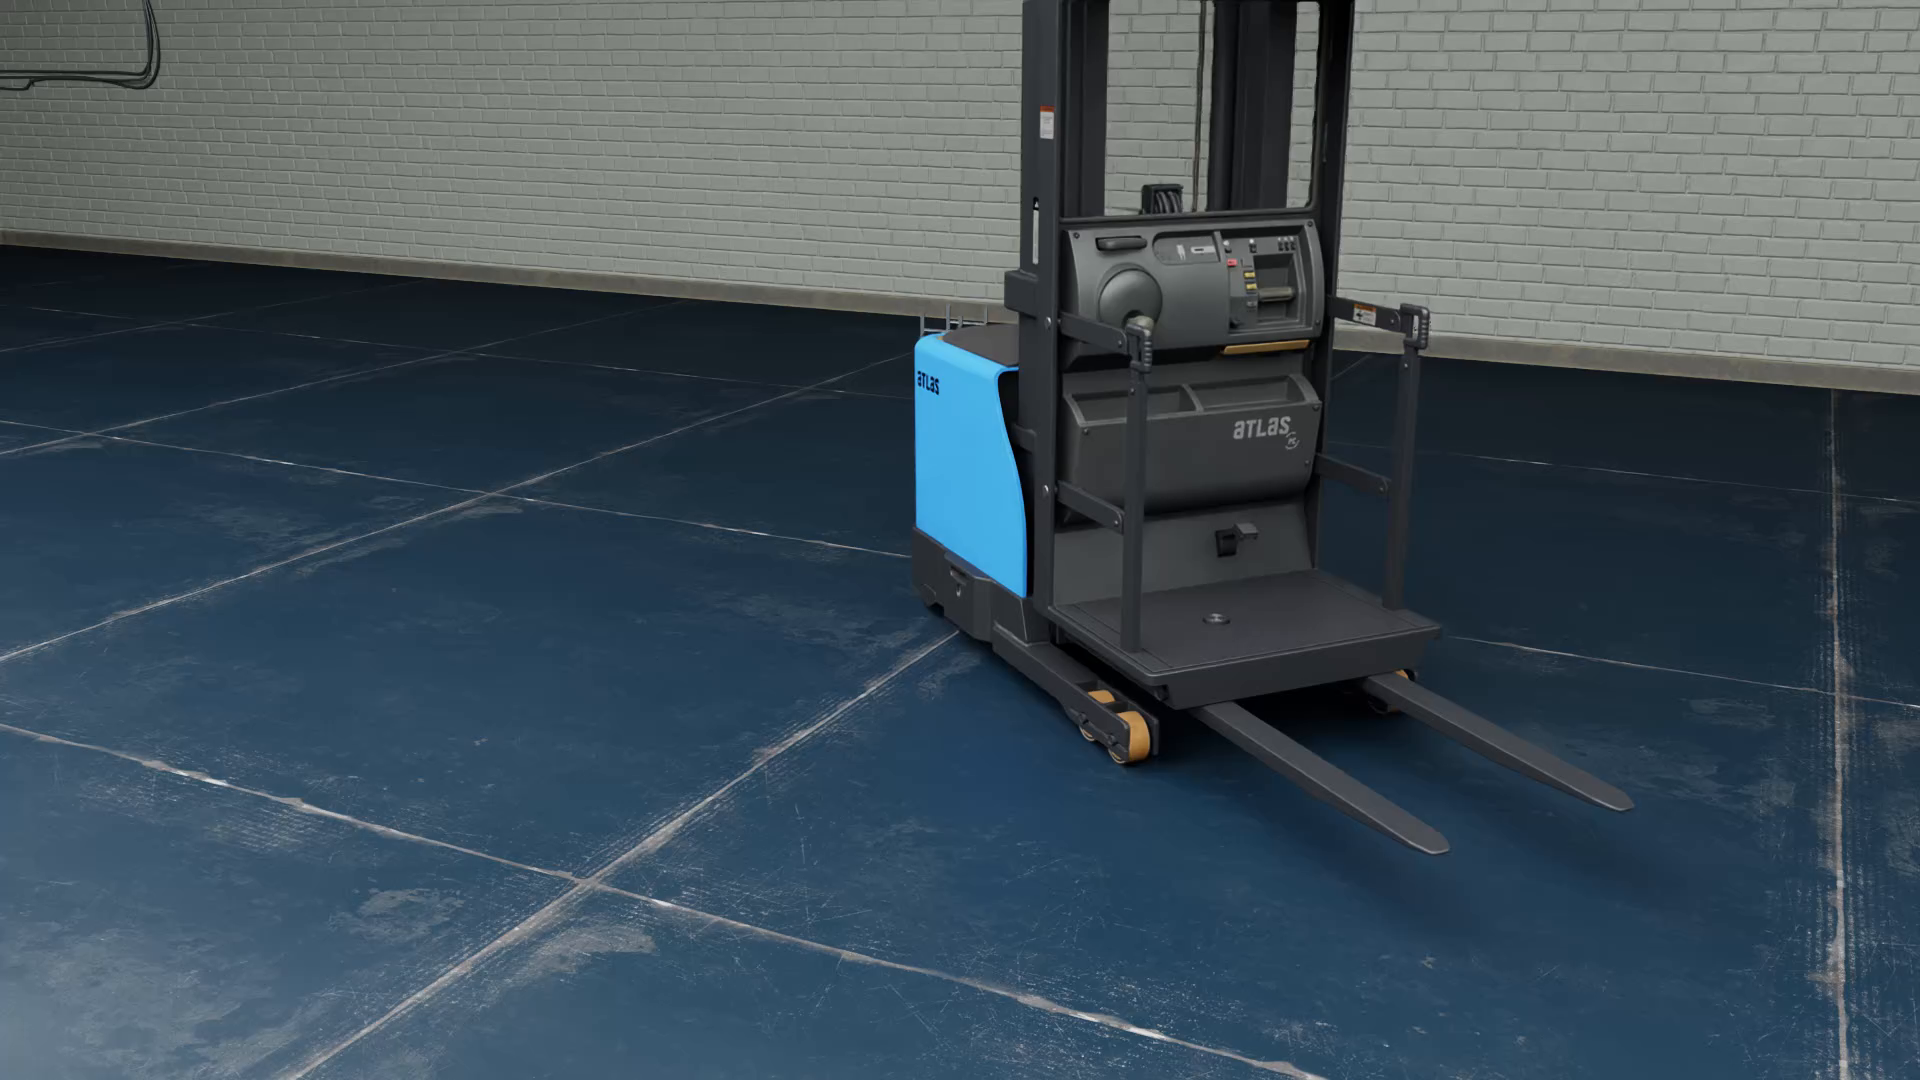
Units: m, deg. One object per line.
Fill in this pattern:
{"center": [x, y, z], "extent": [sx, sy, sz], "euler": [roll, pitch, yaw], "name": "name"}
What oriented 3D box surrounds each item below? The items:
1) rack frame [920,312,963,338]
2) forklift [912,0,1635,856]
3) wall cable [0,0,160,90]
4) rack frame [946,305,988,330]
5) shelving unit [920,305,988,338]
{"center": [-0.078, -0.459, 7.224], "extent": [0.200, 1.050, 0.008], "euler": [8, 18, 25], "name": "rack frame"}
{"center": [0.866, -0.846, 5.224], "extent": [1.130, 2.935, 3.031], "euler": [-7, 18, -23], "name": "forklift"}
{"center": [-9.522, -5.969, 17.270], "extent": [3.097, 2.526, 0.112], "euler": [8, 18, 25], "name": "wall cable"}
{"center": [0.031, -0.521, 7.434], "extent": [0.200, 1.050, 0.008], "euler": [8, 18, 25], "name": "rack frame"}
{"center": [-0.024, -0.490, 7.329], "extent": [0.215, 1.050, 0.252], "euler": [8, 18, 25], "name": "shelving unit"}
